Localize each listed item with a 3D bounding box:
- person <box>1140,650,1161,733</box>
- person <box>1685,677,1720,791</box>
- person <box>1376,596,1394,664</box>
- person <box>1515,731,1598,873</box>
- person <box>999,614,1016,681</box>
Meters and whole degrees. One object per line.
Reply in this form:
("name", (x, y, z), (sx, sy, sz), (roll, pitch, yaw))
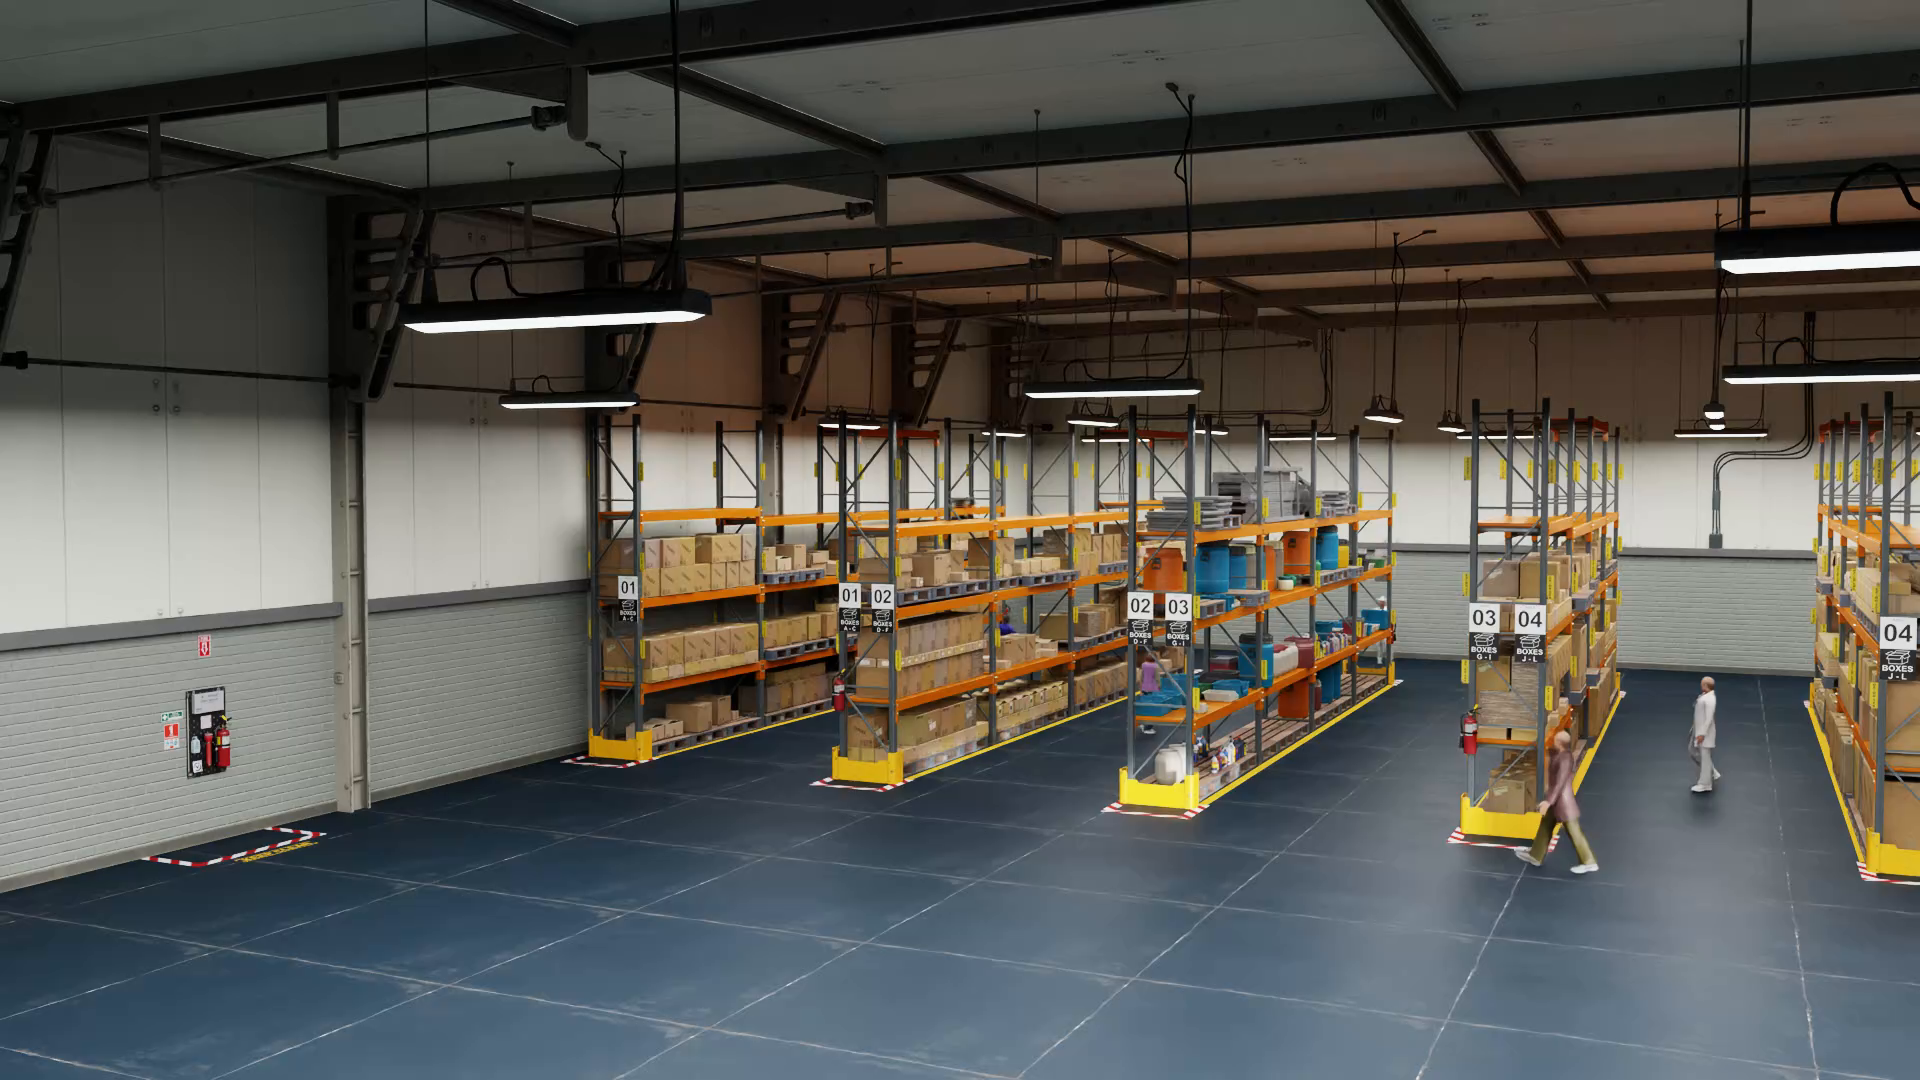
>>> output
("person", (3.649, 2.888, 31.610), (0.390, 1.593, 0.397), (-1, 3, -29))
("person", (11.721, 3.029, 26.145), (0.538, 1.780, 0.654), (0, 2, 8))
("person", (11.007, 2.343, 43.232), (0.600, 1.769, 0.462), (2, 3, 39))
("person", (7.506, 3.266, 20.873), (0.916, 1.751, 0.673), (0, 2, 10))
("person", (1.182, 2.561, 39.497), (0.488, 1.633, 0.462), (-1, 2, -16))
